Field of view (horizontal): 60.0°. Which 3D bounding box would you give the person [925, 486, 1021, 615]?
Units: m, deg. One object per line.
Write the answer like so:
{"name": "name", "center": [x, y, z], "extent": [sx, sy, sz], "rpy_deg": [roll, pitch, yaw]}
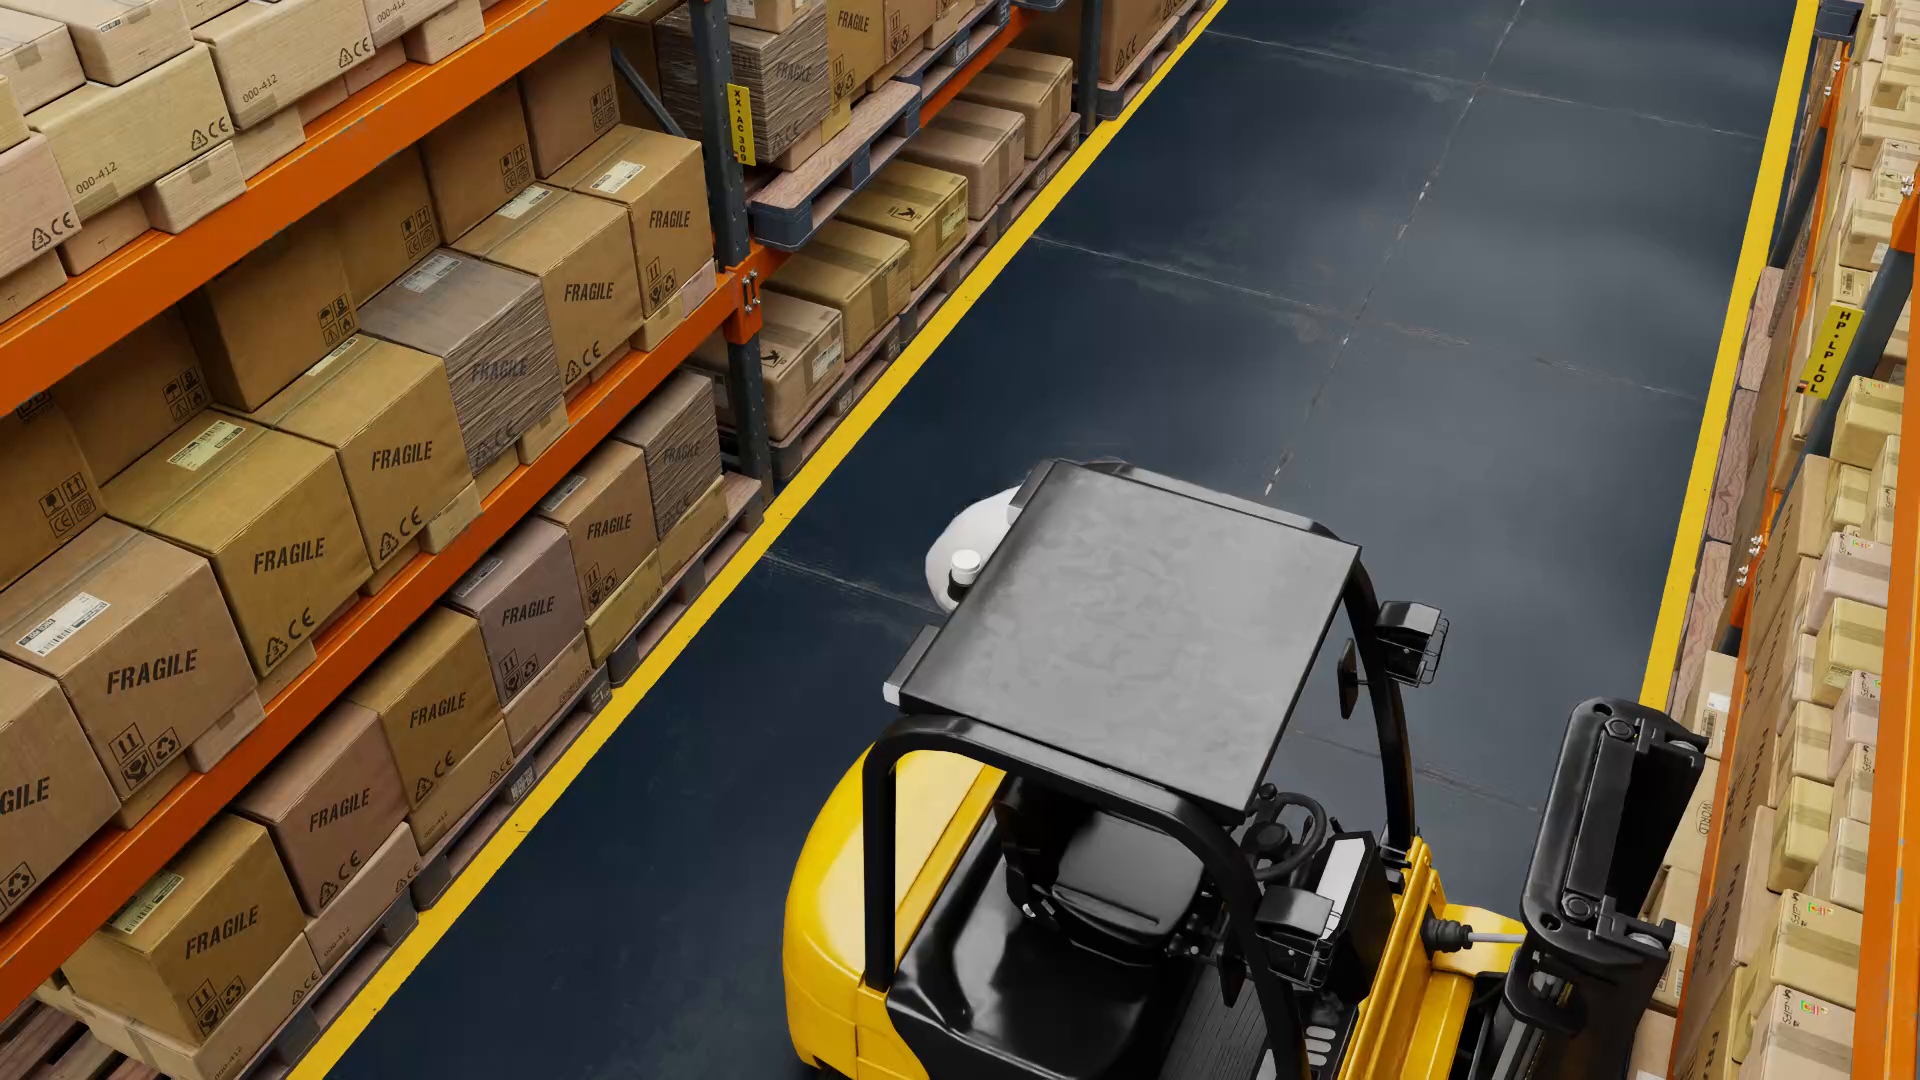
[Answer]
{"name": "person", "center": [0.294, 0.178, 6.484], "extent": [0.865, 1.099, 0.616], "rpy_deg": [17, 44, 18]}
